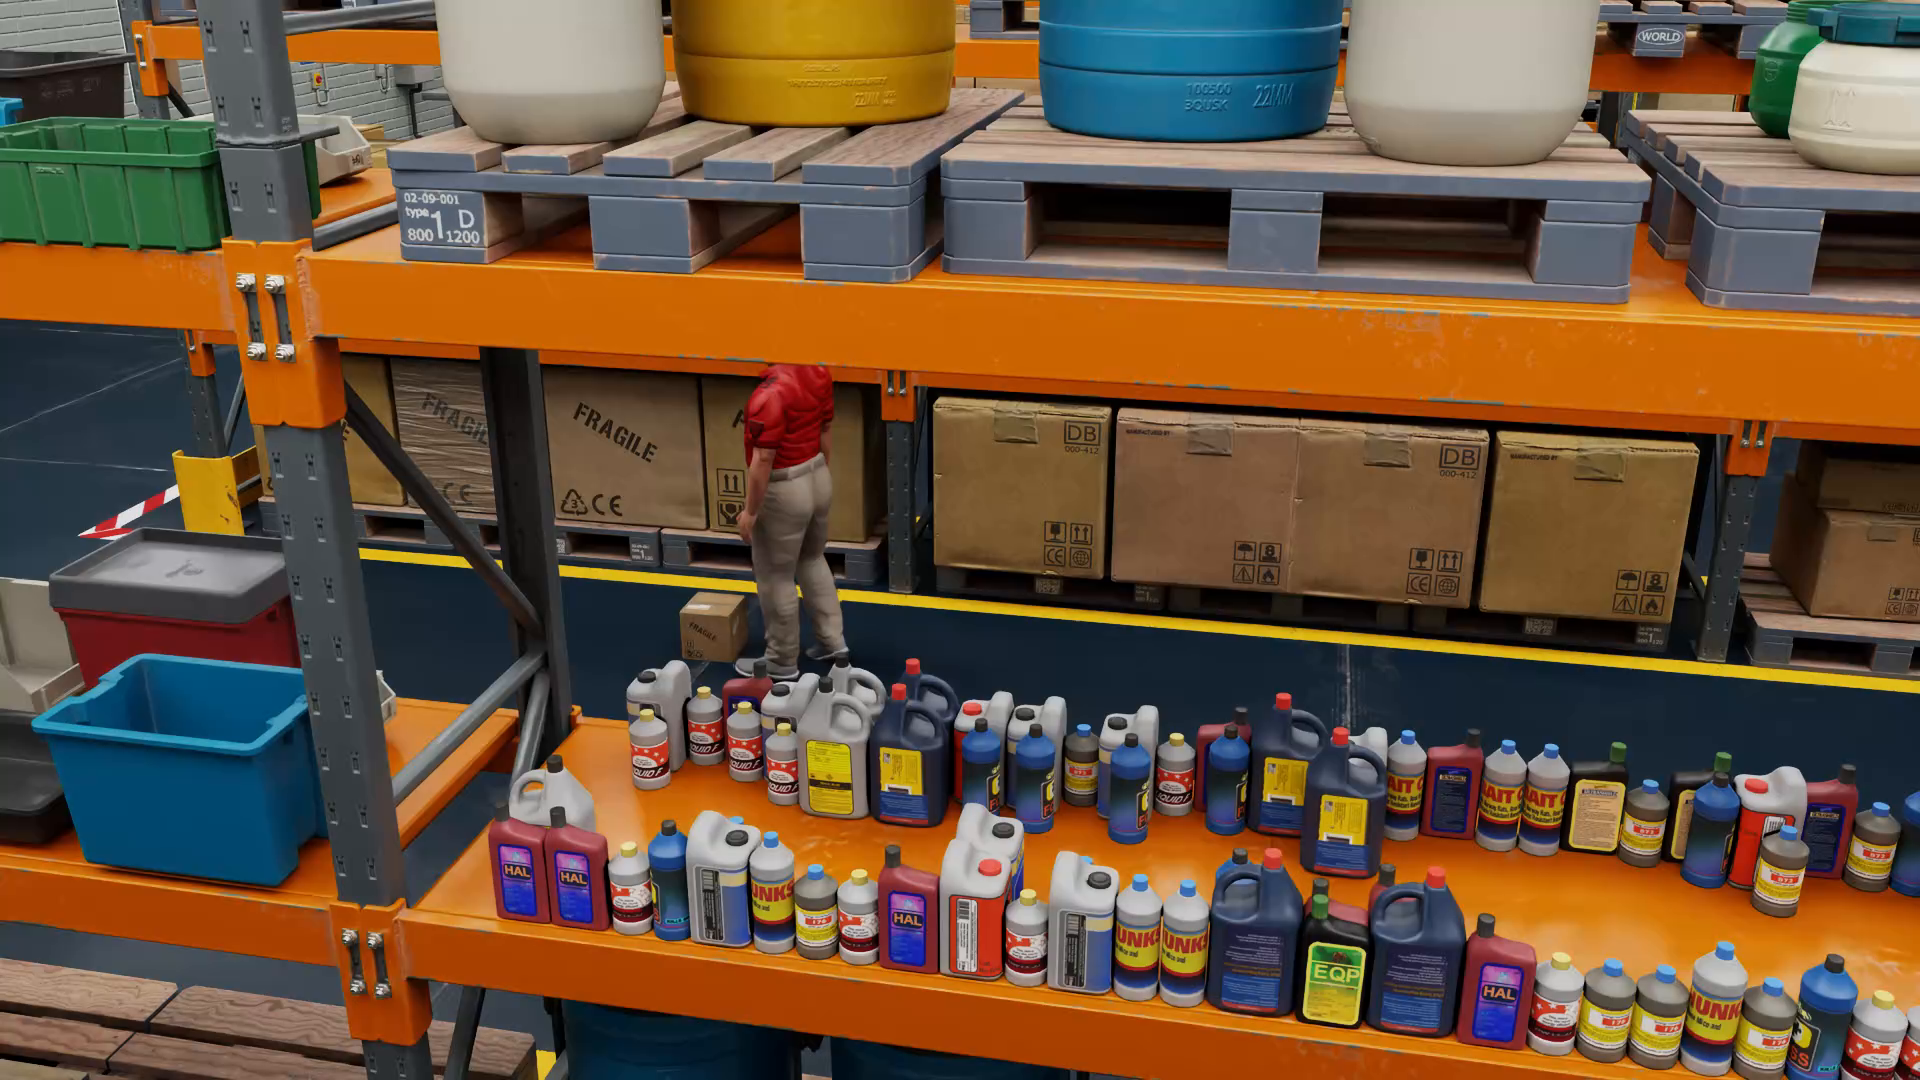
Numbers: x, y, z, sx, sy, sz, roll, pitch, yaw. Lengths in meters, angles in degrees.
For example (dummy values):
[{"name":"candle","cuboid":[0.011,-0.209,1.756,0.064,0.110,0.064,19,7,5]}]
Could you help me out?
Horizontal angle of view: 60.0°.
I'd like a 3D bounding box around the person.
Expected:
[{"name":"person","cuboid":[-0.804,-0.170,7.582,0.448,1.791,0.577,11,24,26]}]
